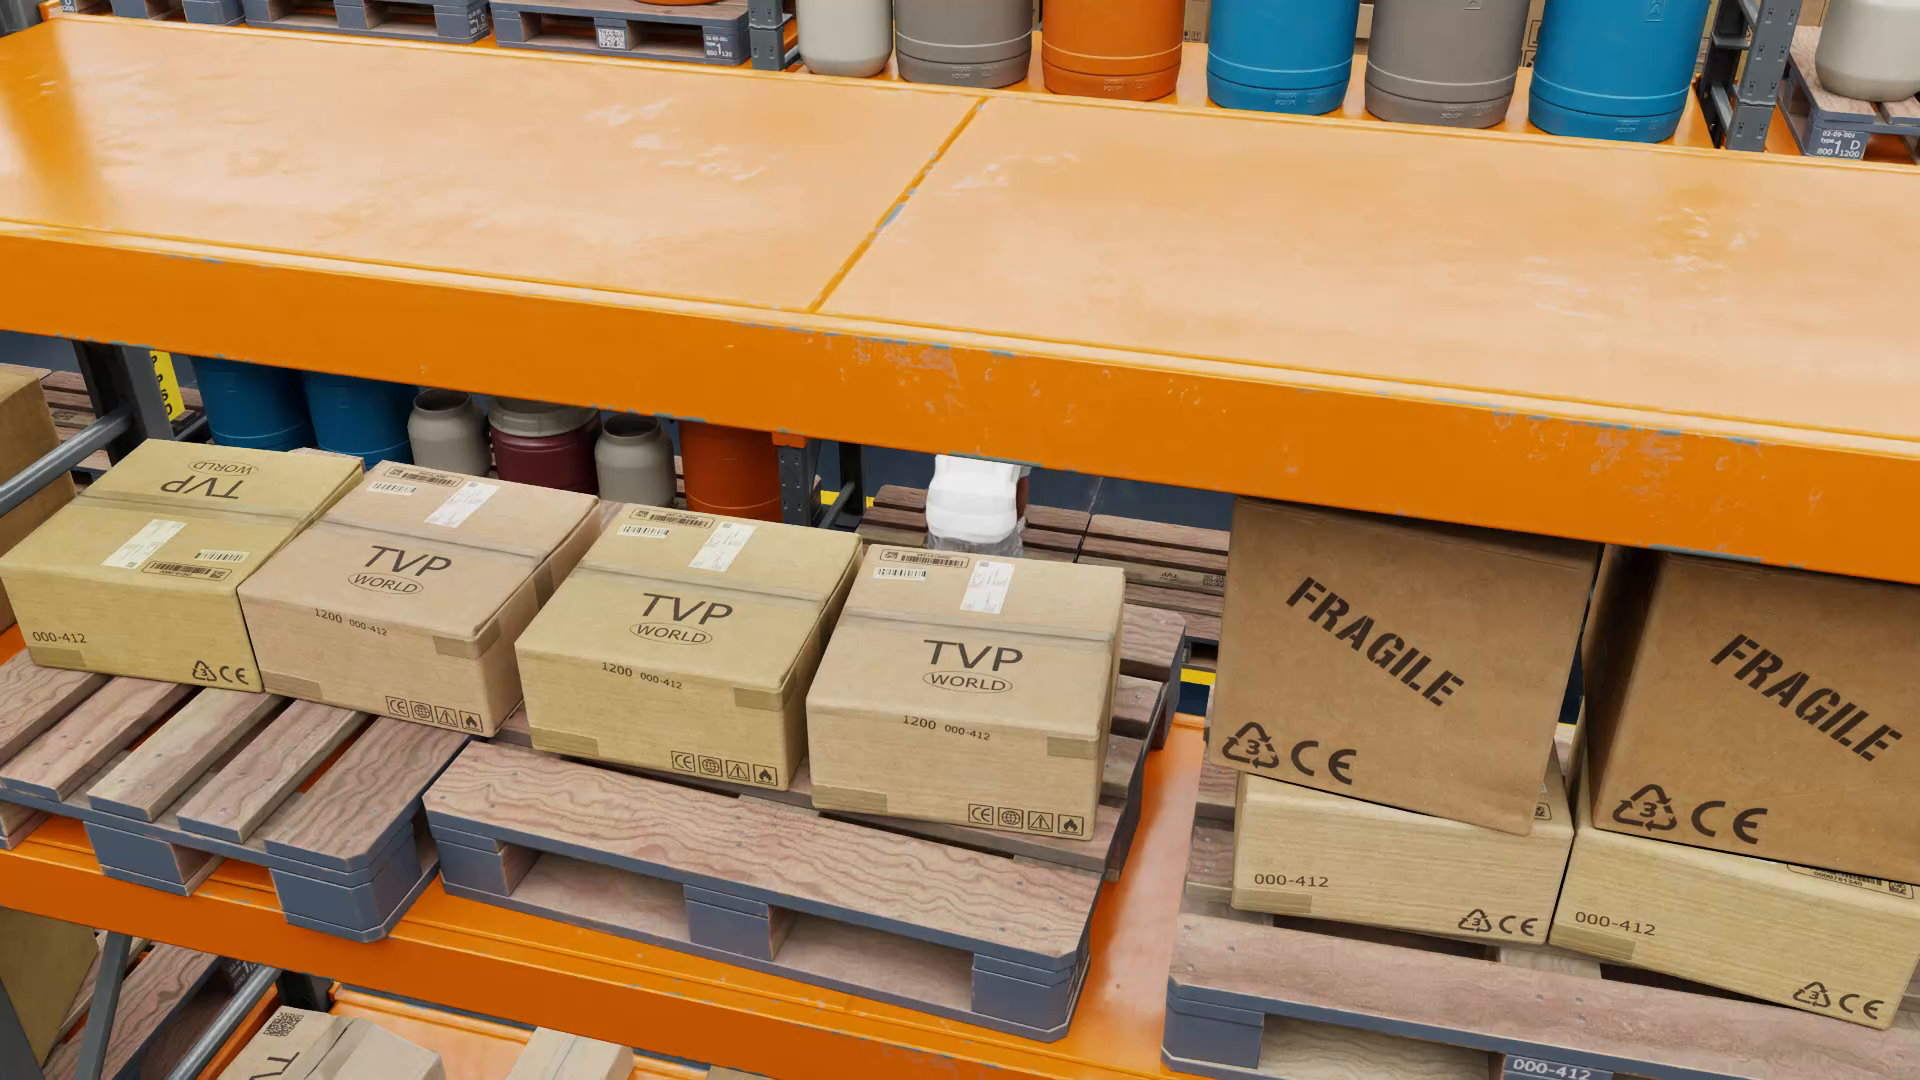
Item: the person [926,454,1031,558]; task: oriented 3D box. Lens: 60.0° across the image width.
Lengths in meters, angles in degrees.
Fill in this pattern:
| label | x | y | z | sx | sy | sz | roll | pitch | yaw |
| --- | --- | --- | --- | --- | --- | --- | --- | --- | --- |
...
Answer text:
| label | x | y | z | sx | sy | sz | roll | pitch | yaw |
| --- | --- | --- | --- | --- | --- | --- | --- | --- | --- |
| person | 0.096 | -0.115 | 8.049 | 0.492 | 1.537 | 0.822 | 7 | 33 | 11 |
